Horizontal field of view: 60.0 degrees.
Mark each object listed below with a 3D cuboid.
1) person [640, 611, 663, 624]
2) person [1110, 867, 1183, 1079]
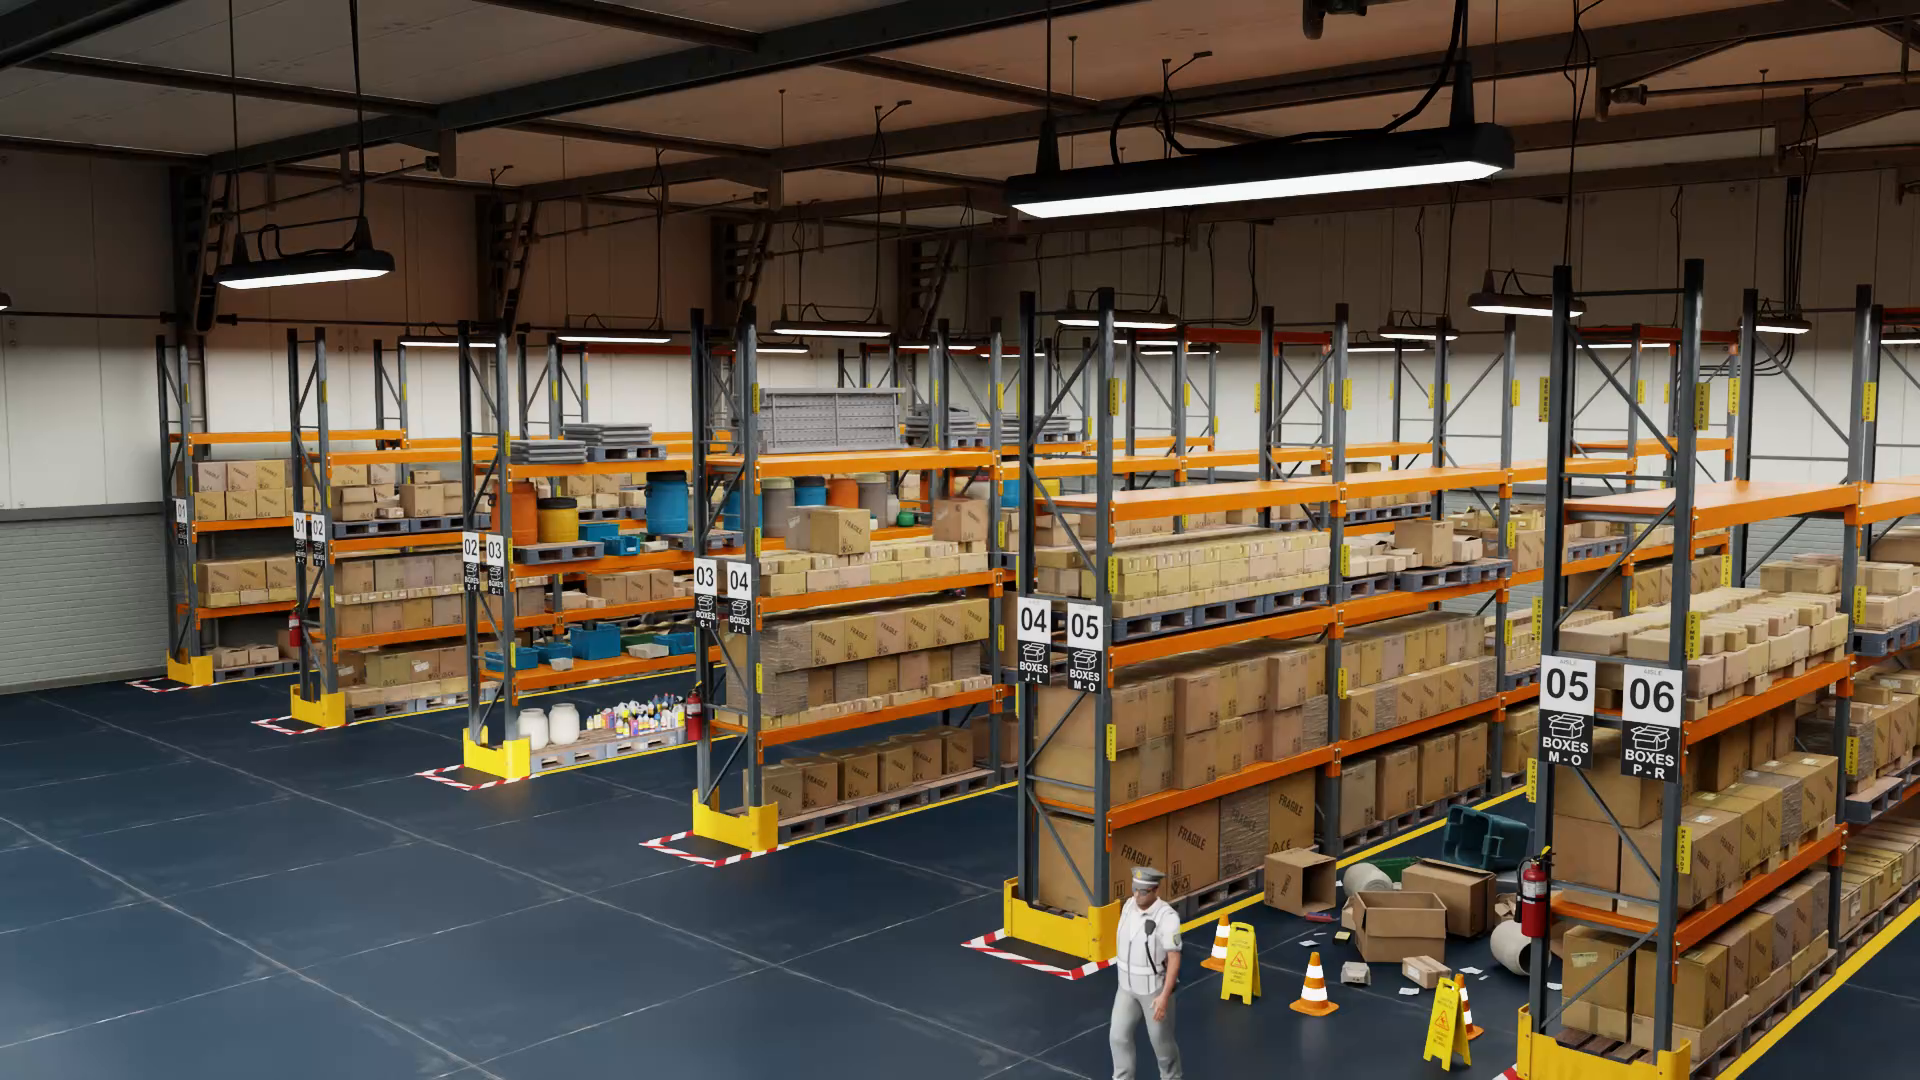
[{"bbox_3d":[-5.992,1.329,32.420,0.462,1.539,0.972,5,7,43],"label":"person"},{"bbox_3d":[1.304,3.207,11.812,0.641,1.784,0.598,-5,7,-44],"label":"person"}]
